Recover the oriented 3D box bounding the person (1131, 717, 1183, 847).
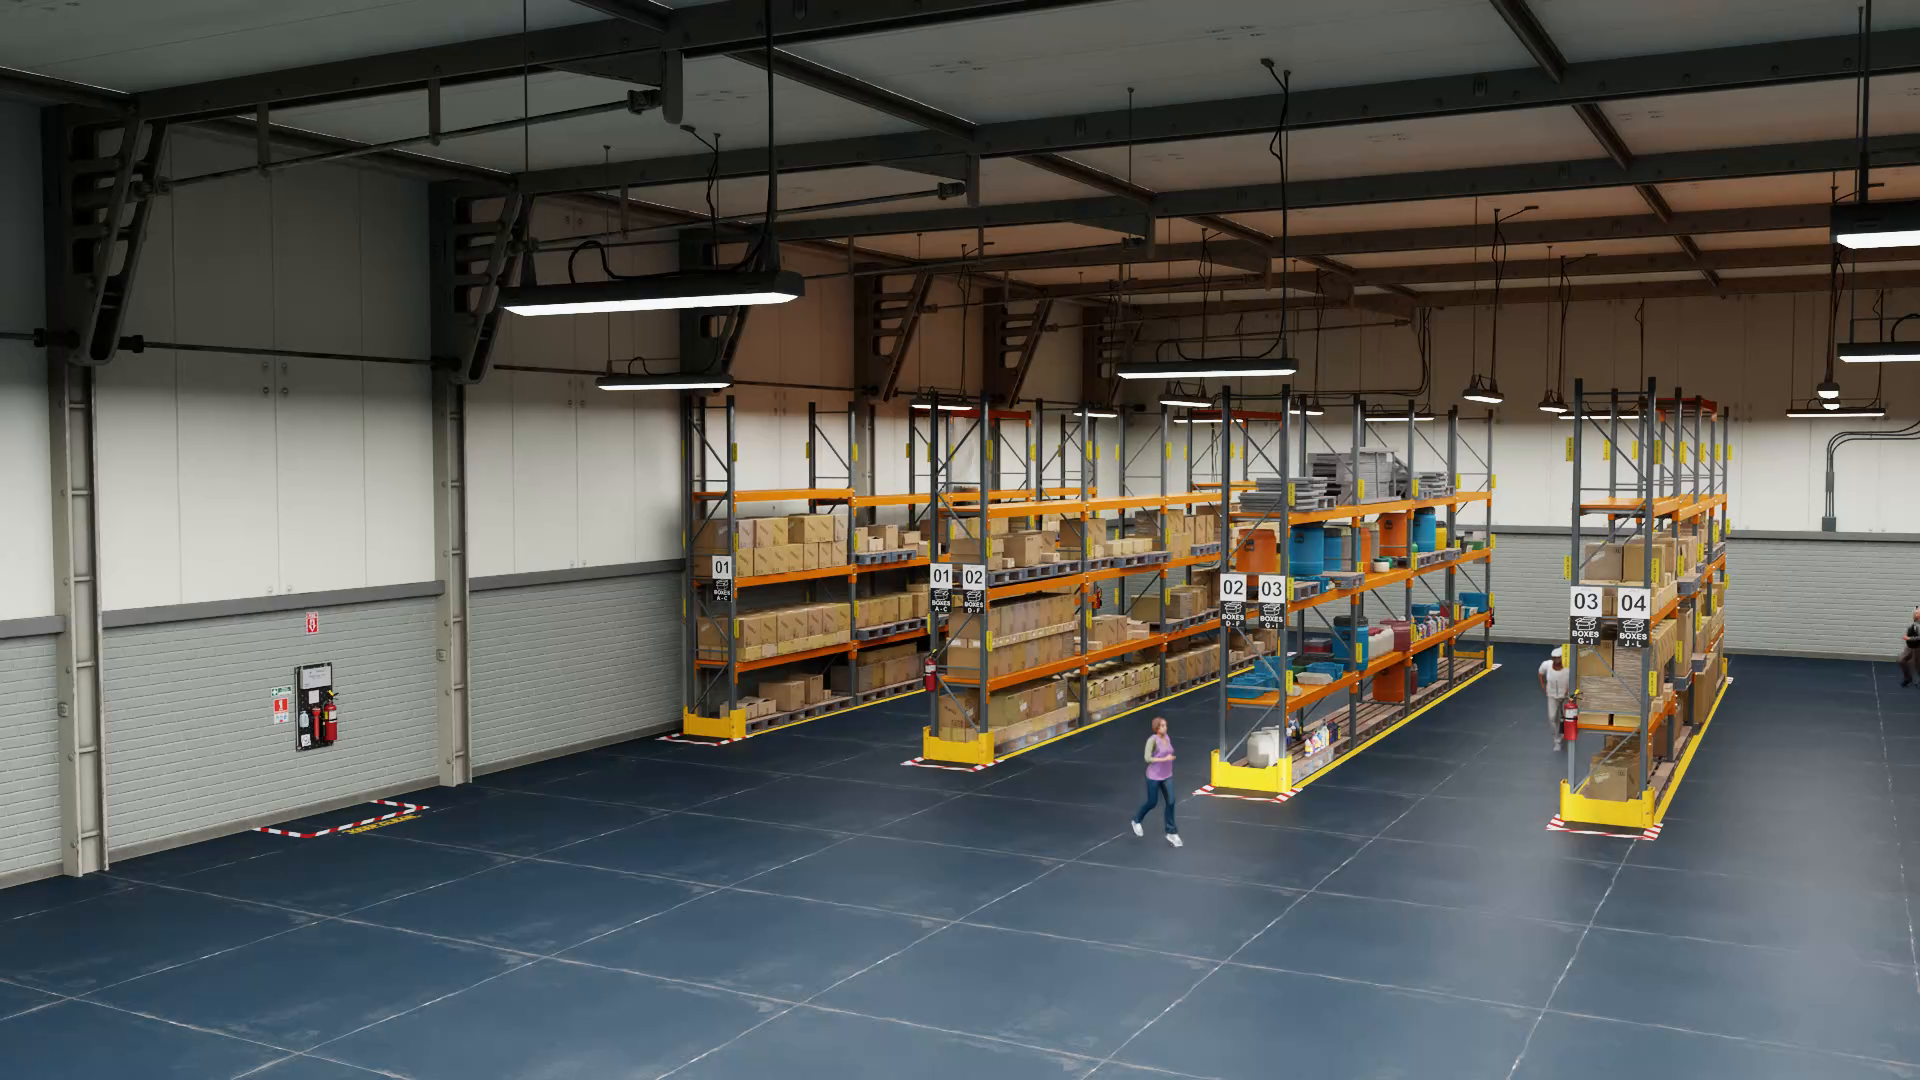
[{"bbox_3d":[2.524,3.058,21.283,0.575,1.610,0.830,-3,4,-40],"label":"person"}]

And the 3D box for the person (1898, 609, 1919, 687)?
[{"bbox_3d":[20.268,2.313,35.219,0.675,1.739,0.658,0,3,5],"label":"person"}]

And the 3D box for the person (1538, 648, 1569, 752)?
[{"bbox_3d":[10.183,2.677,28.223,0.704,1.743,0.958,2,4,31],"label":"person"}]
